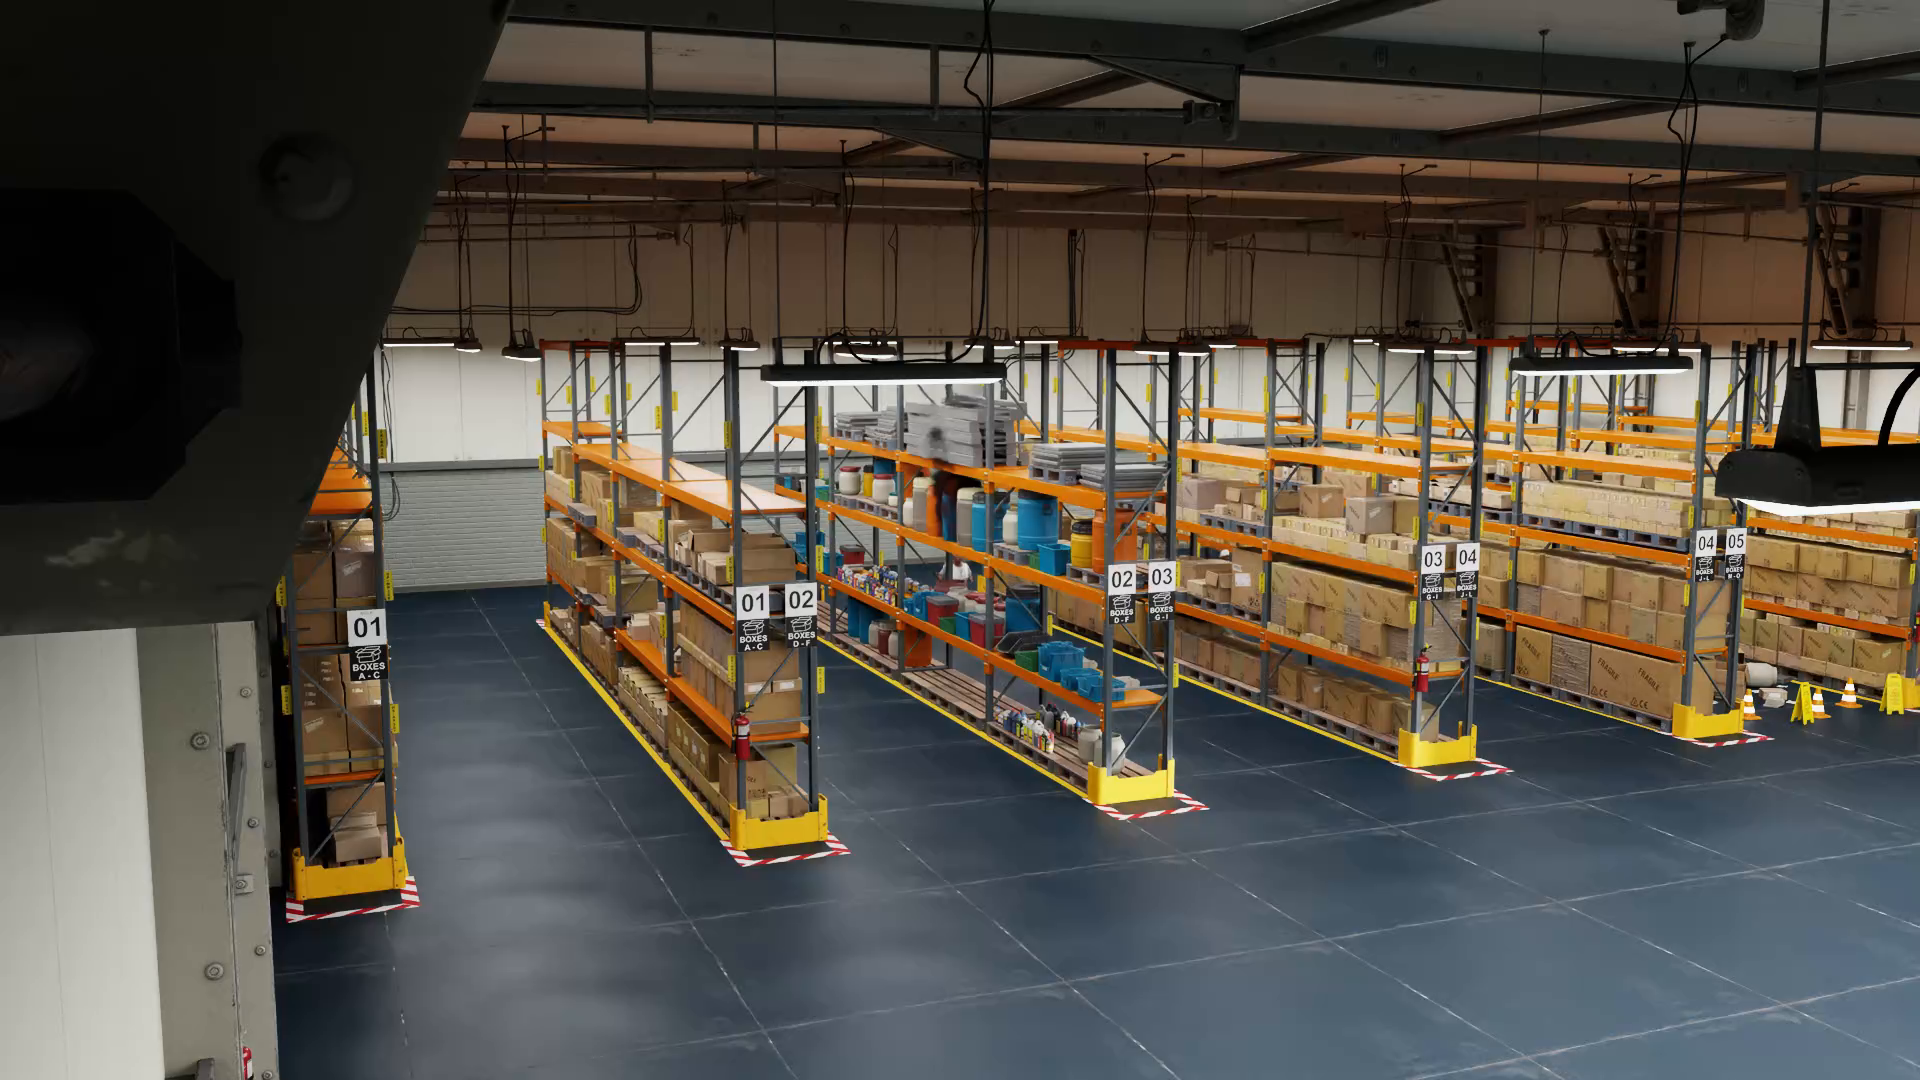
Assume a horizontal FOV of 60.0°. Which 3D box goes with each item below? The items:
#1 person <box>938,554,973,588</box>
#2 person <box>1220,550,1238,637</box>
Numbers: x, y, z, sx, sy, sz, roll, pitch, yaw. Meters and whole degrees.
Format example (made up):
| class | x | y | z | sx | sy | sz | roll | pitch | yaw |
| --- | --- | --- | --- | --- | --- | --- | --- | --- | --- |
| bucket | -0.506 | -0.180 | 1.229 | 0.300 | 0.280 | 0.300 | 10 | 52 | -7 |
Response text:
| class | x | y | z | sx | sy | sz | roll | pitch | yaw |
| --- | --- | --- | --- | --- | --- | --- | --- | --- | --- |
| person | -0.044 | 1.064 | 33.713 | 0.695 | 1.763 | 0.964 | -4 | 9 | -30 |
| person | 5.383 | 1.065 | 33.736 | 0.710 | 1.745 | 0.968 | -4 | 8 | -27 |
